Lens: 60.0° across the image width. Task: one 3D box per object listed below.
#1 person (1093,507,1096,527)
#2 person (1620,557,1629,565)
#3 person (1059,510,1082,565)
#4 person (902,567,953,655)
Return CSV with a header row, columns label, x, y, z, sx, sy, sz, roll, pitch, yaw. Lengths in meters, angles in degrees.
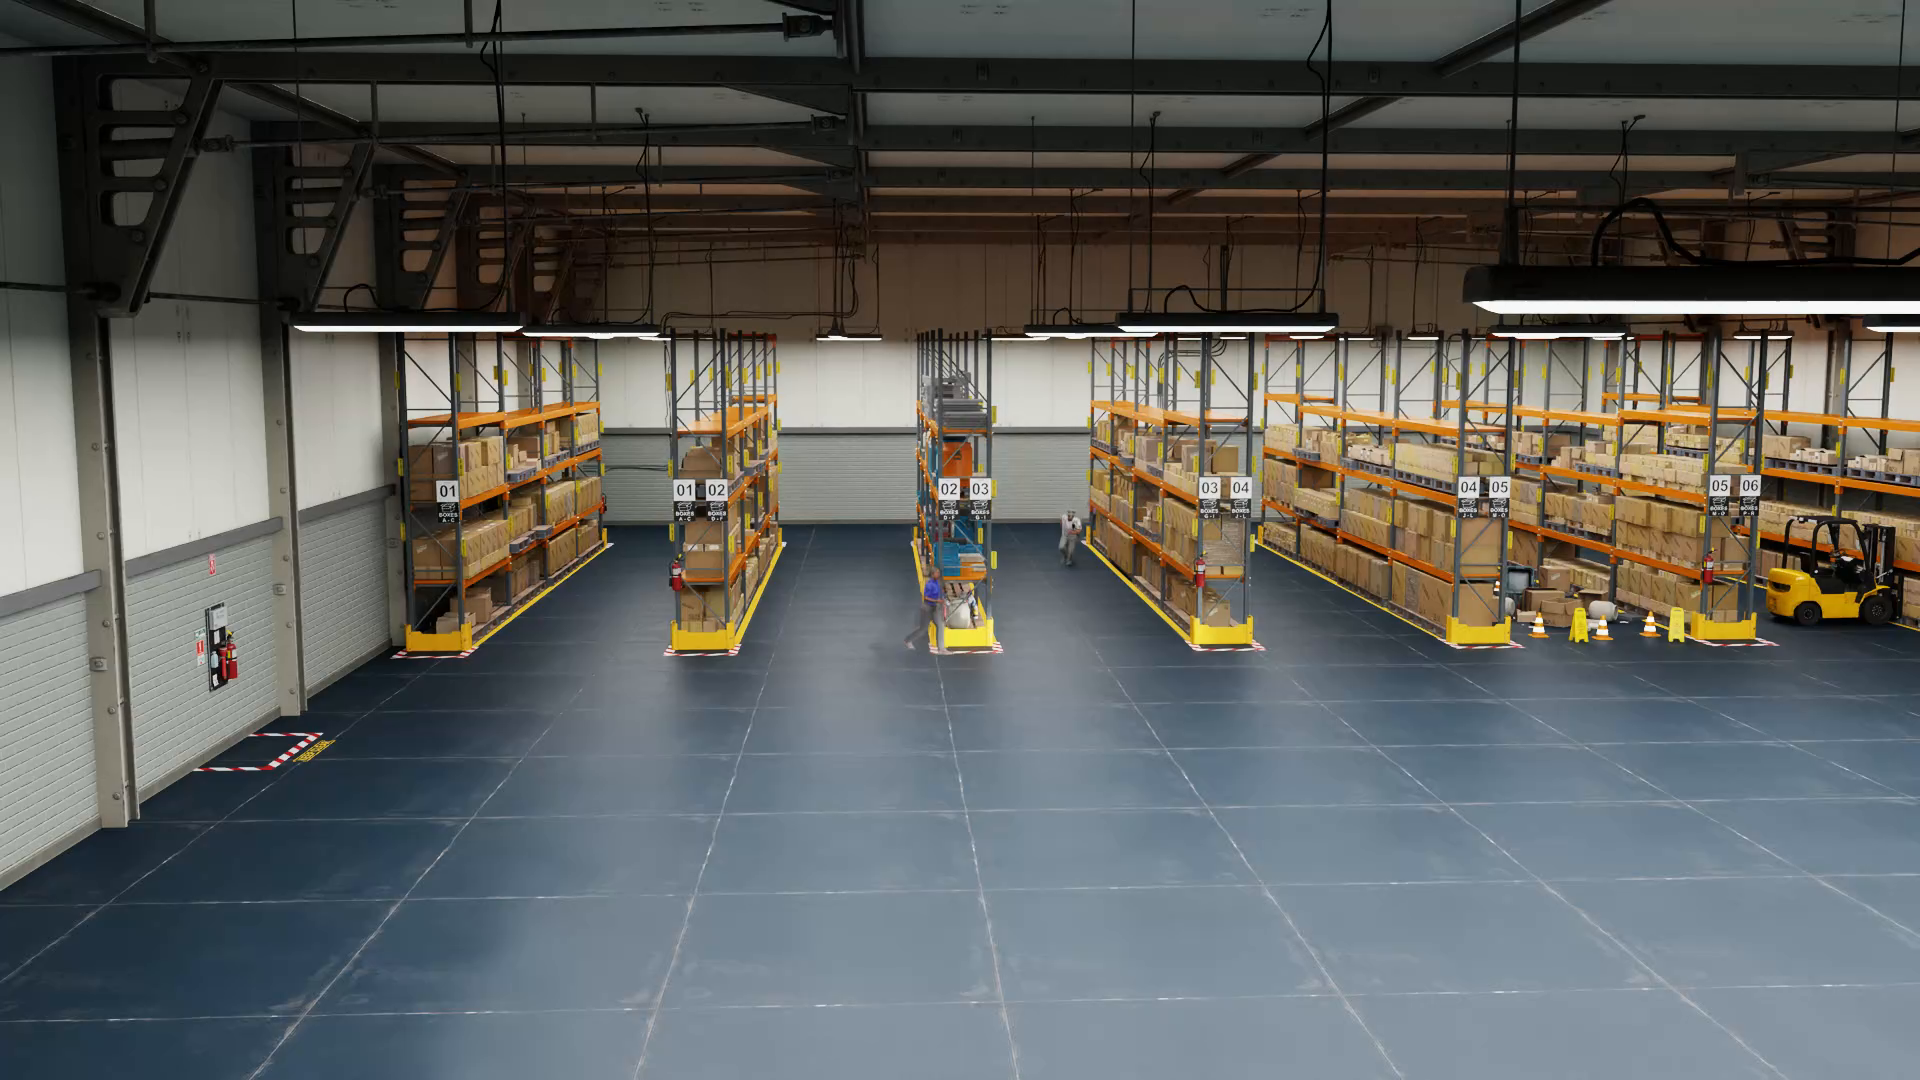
label,x,y,z,sx,sy,sz,roll,pitch,yaw
person,4.086,-0.775,48.870,0.666,1.526,0.587,-5,8,-35
person,16.065,0.229,39.607,0.679,1.676,0.587,-1,7,-12
person,2.828,-0.068,42.791,0.664,1.493,1.023,2,7,15
person,-0.606,1.296,30.650,0.970,1.630,0.553,4,8,27
